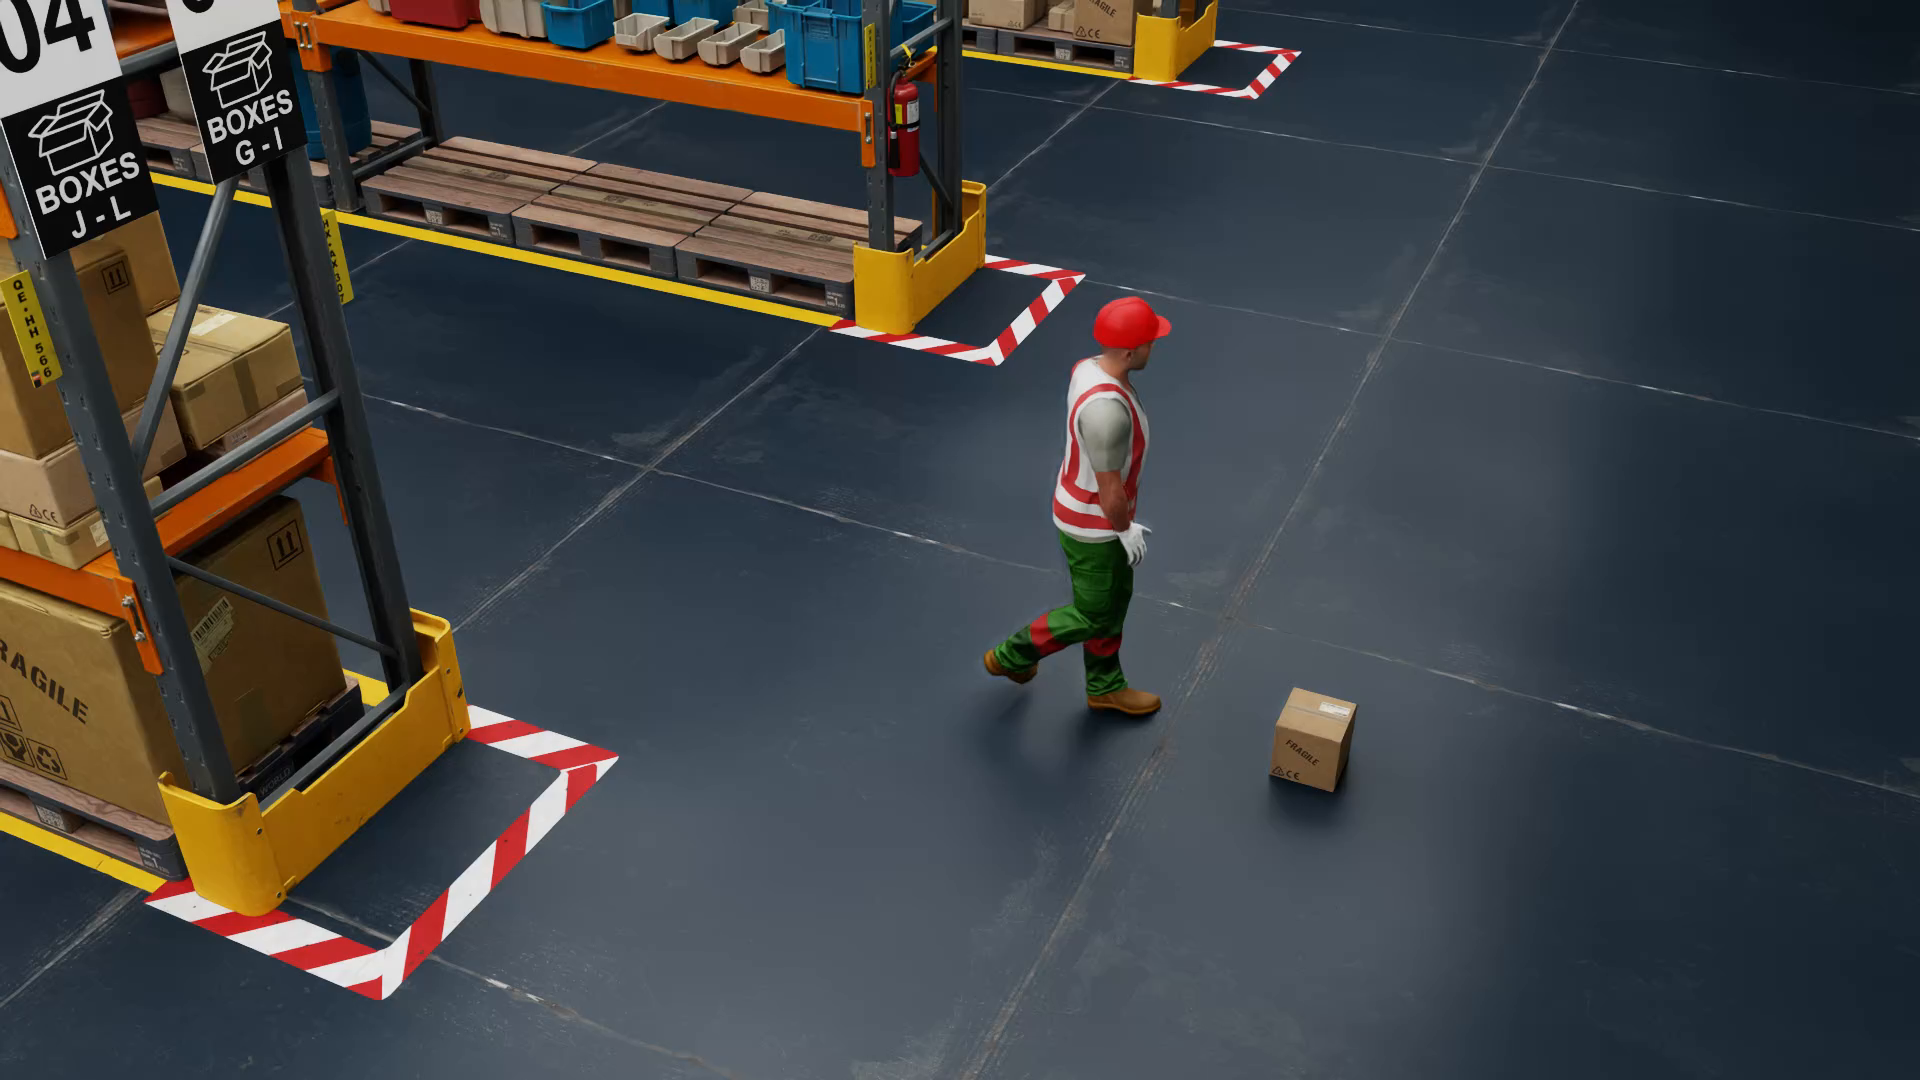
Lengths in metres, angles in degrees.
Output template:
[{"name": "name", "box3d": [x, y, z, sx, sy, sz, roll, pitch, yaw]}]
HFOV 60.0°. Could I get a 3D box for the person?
[{"name": "person", "box3d": [0.462, -0.108, 6.277, 0.716, 1.784, 0.561, 5, 34, 7]}]
